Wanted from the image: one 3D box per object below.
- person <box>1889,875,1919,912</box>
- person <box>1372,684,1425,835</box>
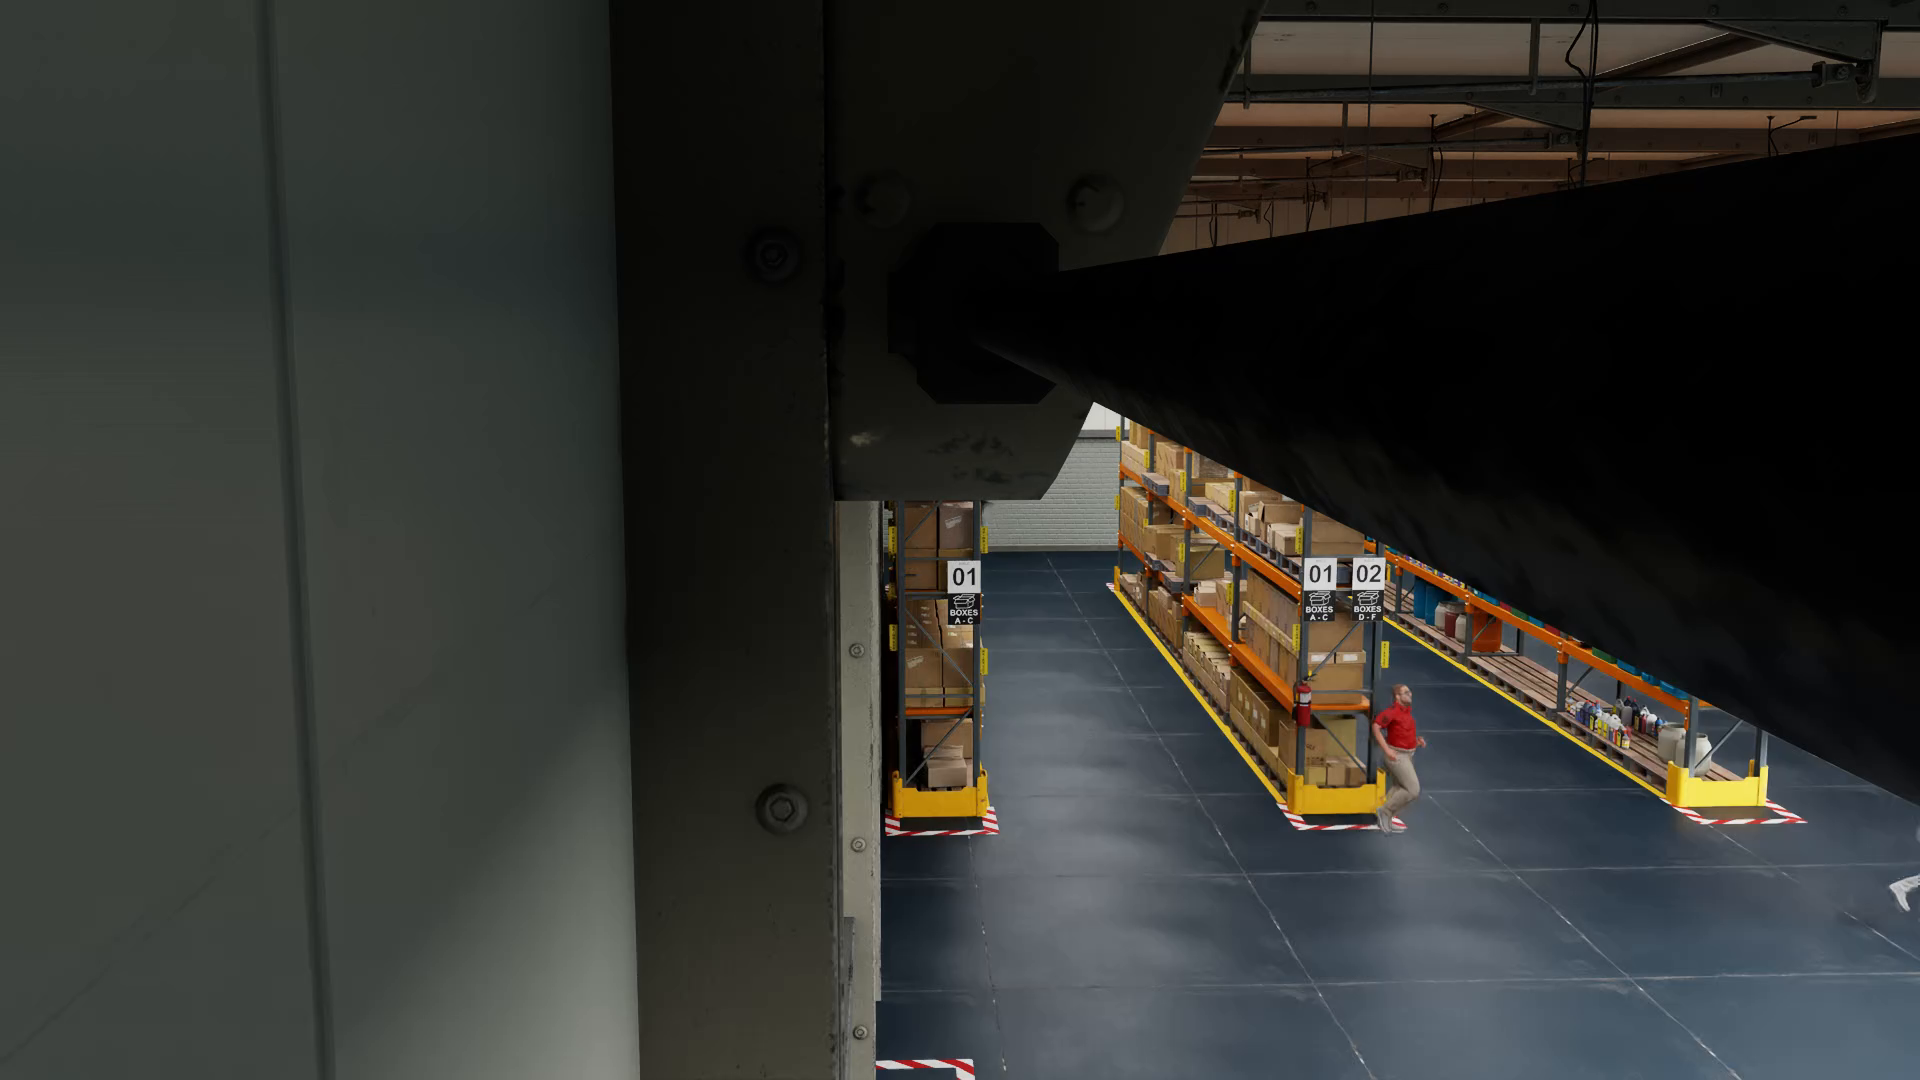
[{"bbox_3d":[9.888,3.059,16.735,0.782,1.772,0.674,5,10,31],"label":"person"},{"bbox_3d":[5.032,2.499,18.987,0.548,1.715,0.658,4,9,27],"label":"person"}]
